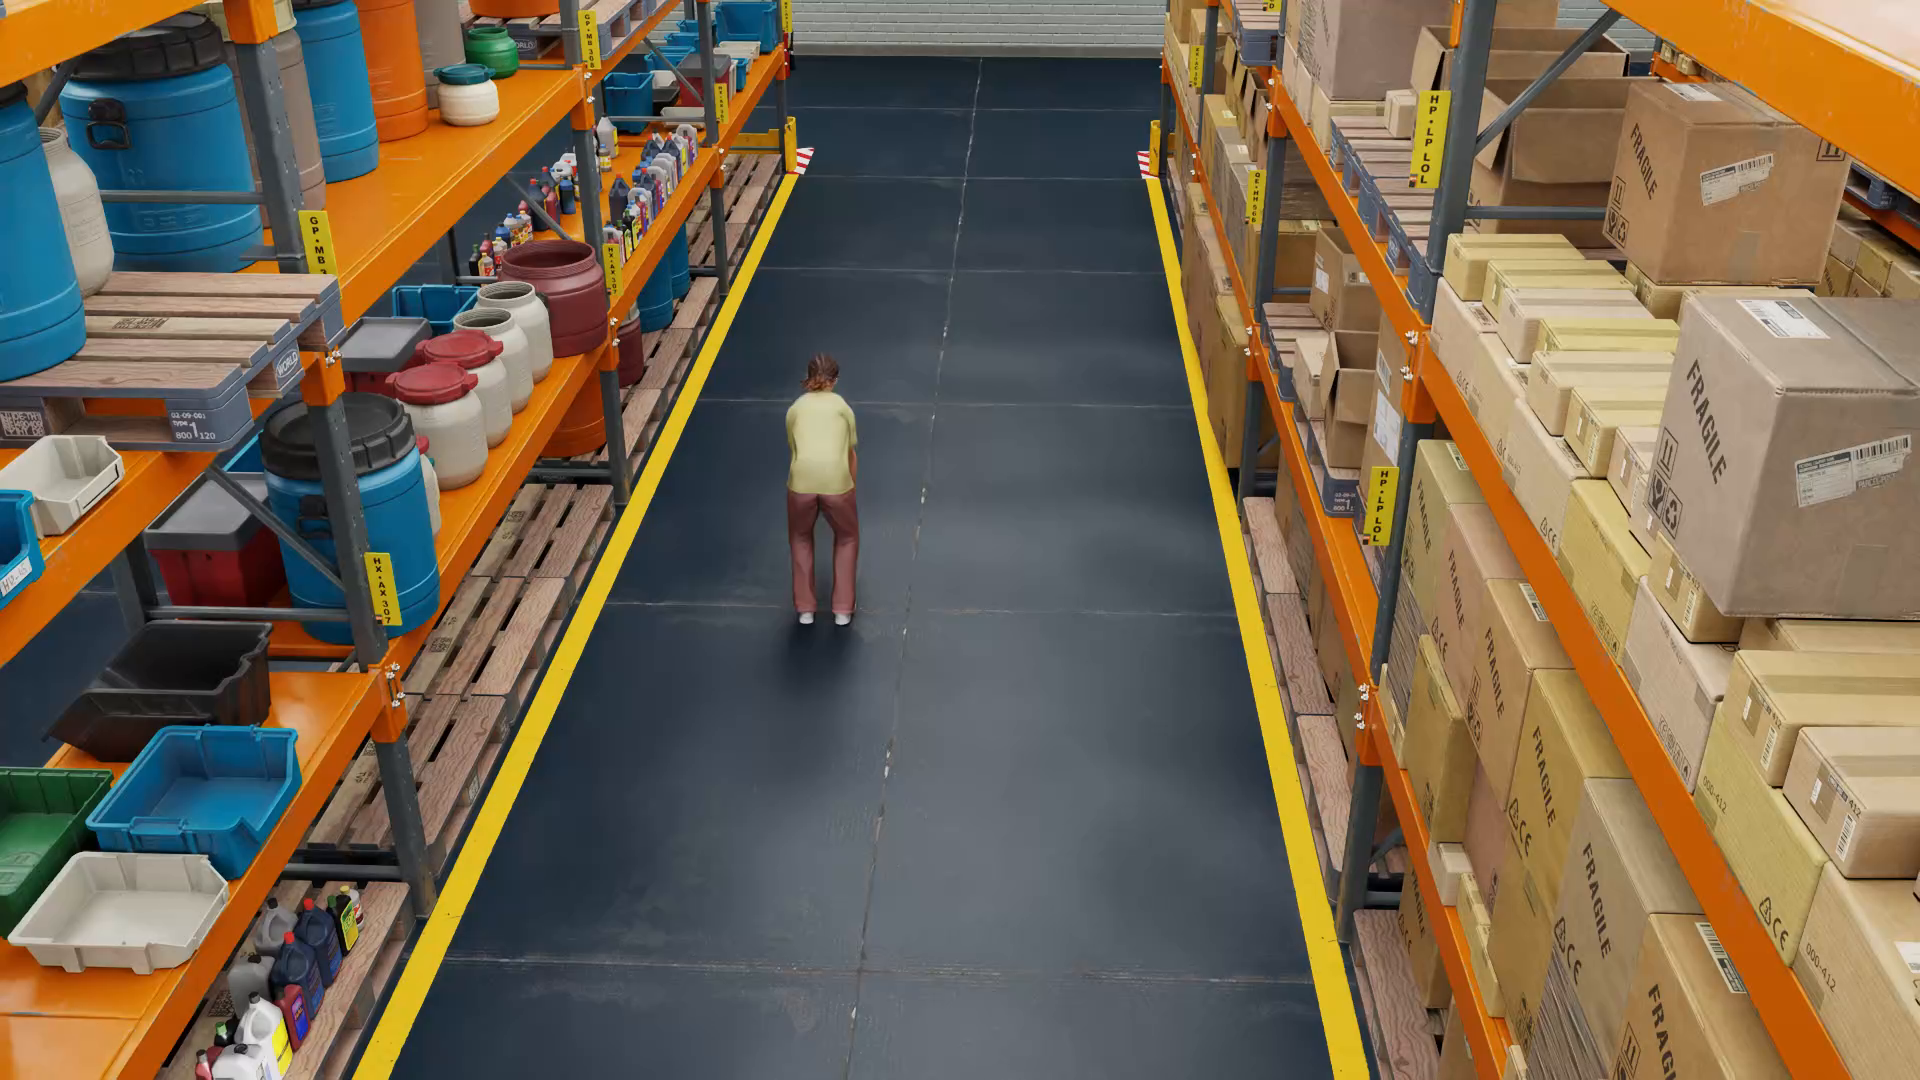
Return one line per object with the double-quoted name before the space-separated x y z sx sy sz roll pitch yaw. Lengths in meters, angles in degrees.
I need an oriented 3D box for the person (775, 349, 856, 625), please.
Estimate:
"person" -0.782 -0.324 9.242 0.428 1.662 0.559 1 28 2
